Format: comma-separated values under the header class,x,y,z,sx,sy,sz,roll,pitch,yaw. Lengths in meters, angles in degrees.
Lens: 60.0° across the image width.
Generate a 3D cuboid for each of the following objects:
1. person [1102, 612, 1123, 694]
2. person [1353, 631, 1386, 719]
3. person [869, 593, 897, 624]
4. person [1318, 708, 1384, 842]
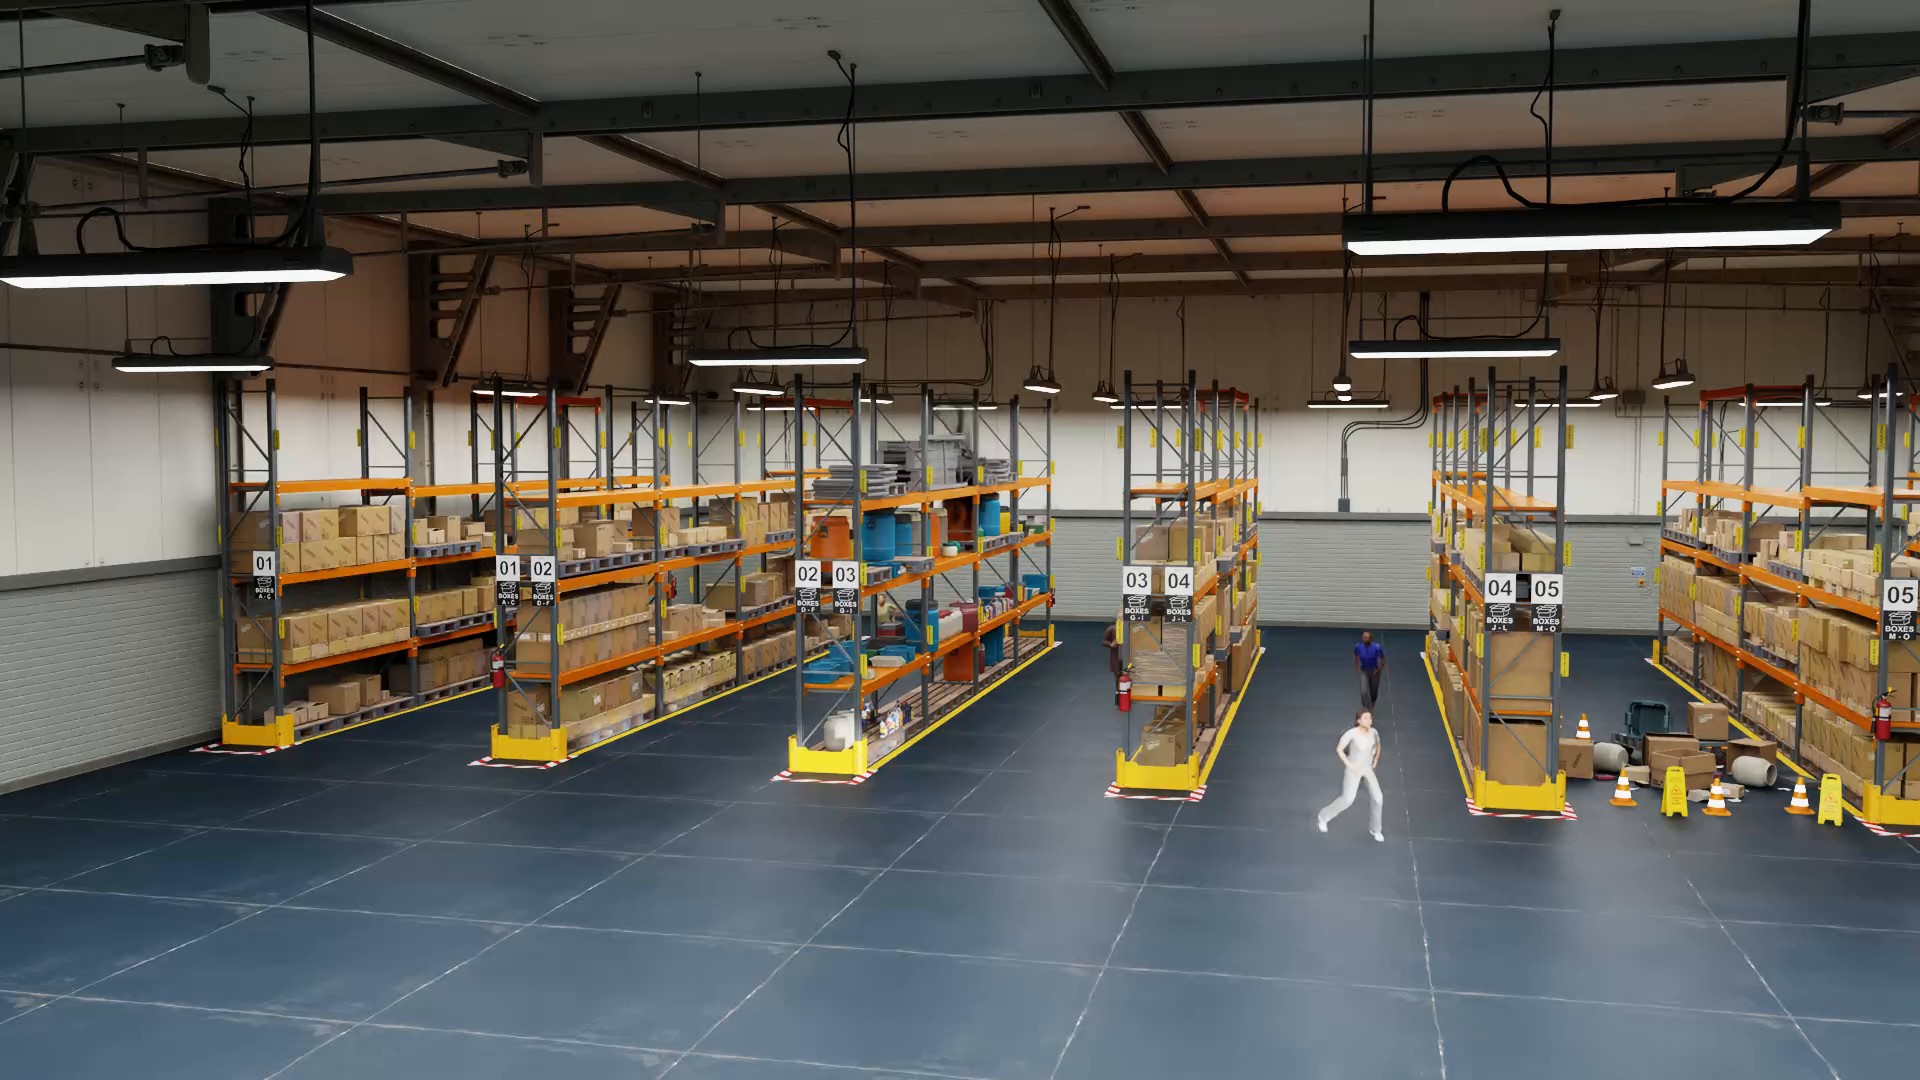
class,x,y,z,sx,sy,sz,roll,pitch,yaw
person,3.002,2.227,31.020,0.711,1.758,1.034,0,3,8
person,7.307,2.427,29.711,0.575,1.654,0.996,1,4,18
person,-1.682,2.002,36.392,0.561,1.720,0.822,1,4,13
person,4.985,2.945,20.963,0.797,1.666,0.718,-1,4,-23
